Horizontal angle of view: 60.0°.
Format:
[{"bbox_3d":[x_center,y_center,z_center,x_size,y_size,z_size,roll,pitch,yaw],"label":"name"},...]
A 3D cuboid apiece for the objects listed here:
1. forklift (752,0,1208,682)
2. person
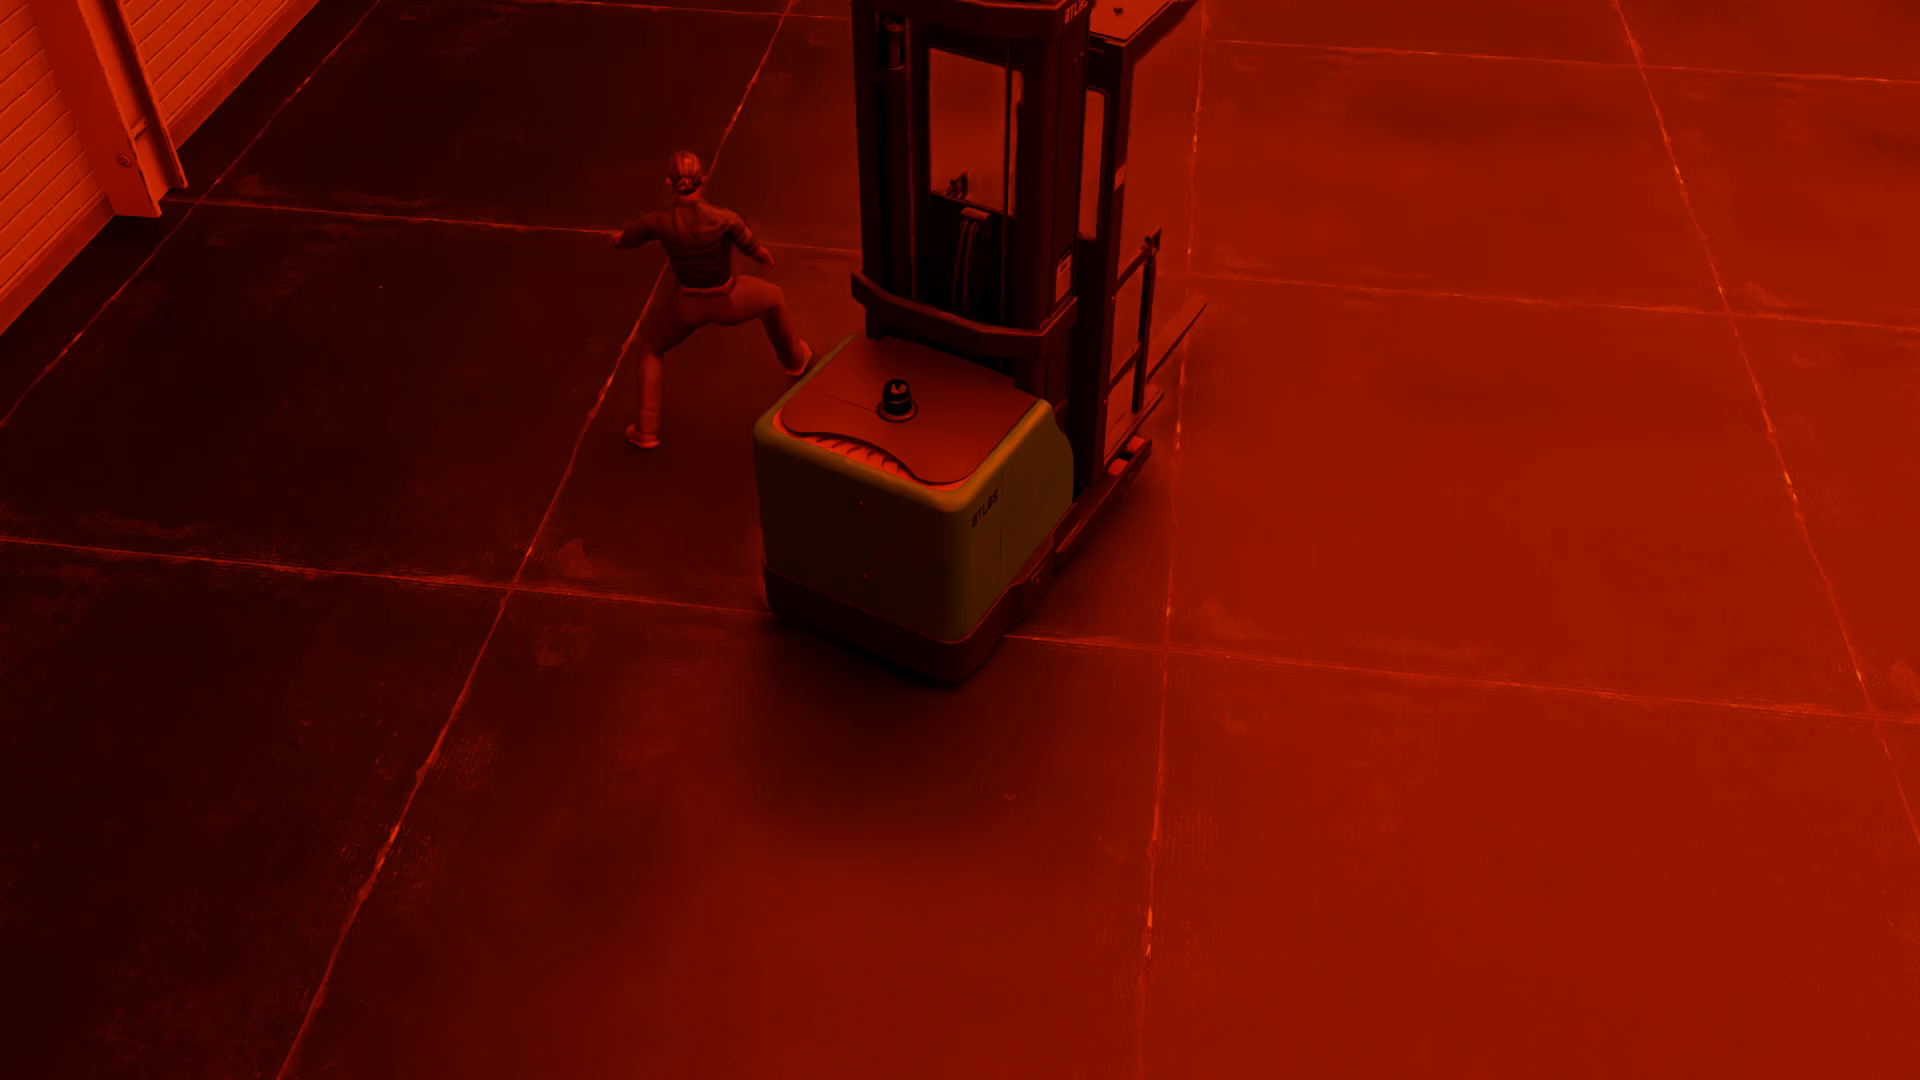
[{"bbox_3d":[0.297,-1.456,7.309,1.130,2.935,3.031,21,47,22],"label":"forklift"},{"bbox_3d":[-1.276,-1.261,8.207,0.961,1.516,0.880,-1,43,-1],"label":"person"}]
